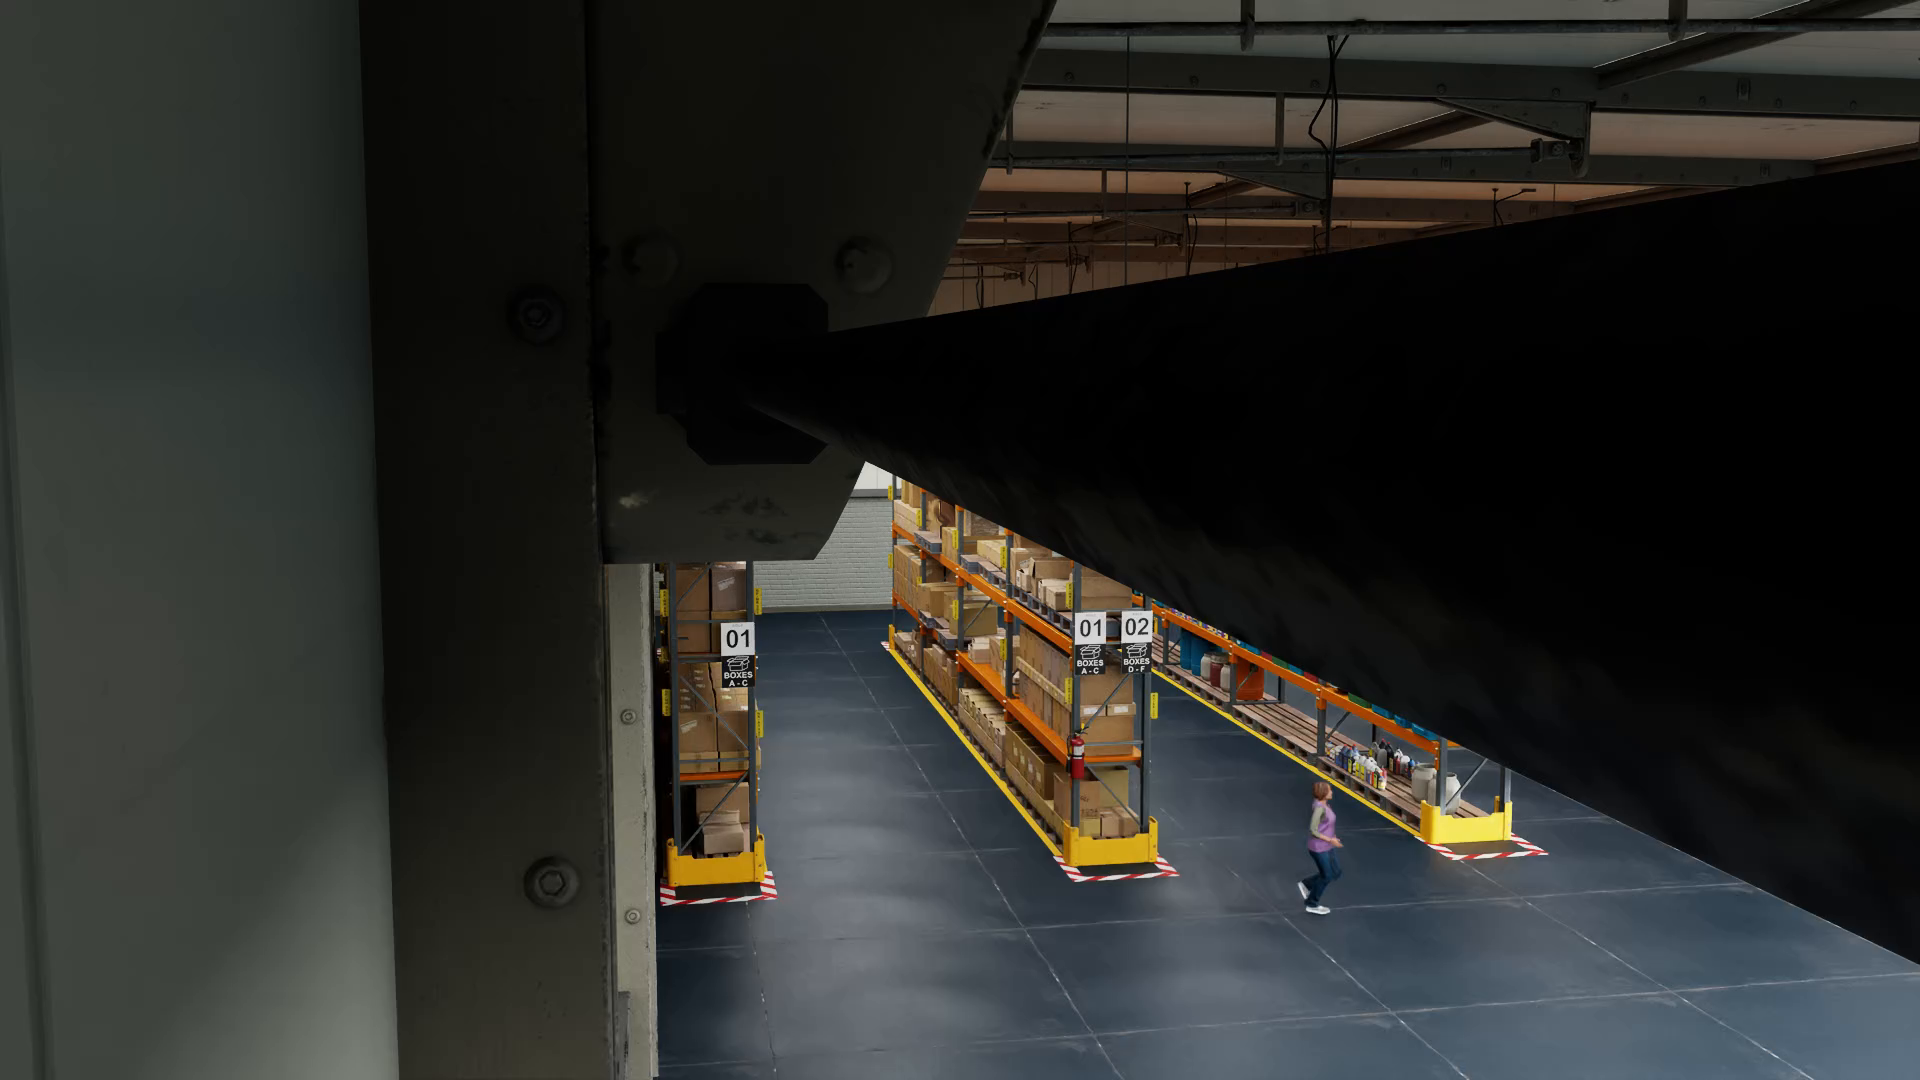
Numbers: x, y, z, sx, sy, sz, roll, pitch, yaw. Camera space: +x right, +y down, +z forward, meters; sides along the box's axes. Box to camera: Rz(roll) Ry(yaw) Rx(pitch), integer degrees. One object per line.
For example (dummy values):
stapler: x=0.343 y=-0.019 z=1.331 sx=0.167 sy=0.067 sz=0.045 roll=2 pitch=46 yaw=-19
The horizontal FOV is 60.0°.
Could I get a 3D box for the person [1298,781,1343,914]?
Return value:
person: x=4.125 y=3.505 z=18.978 sx=0.524 sy=1.546 sz=0.512 roll=2 pitch=7 yaw=21
